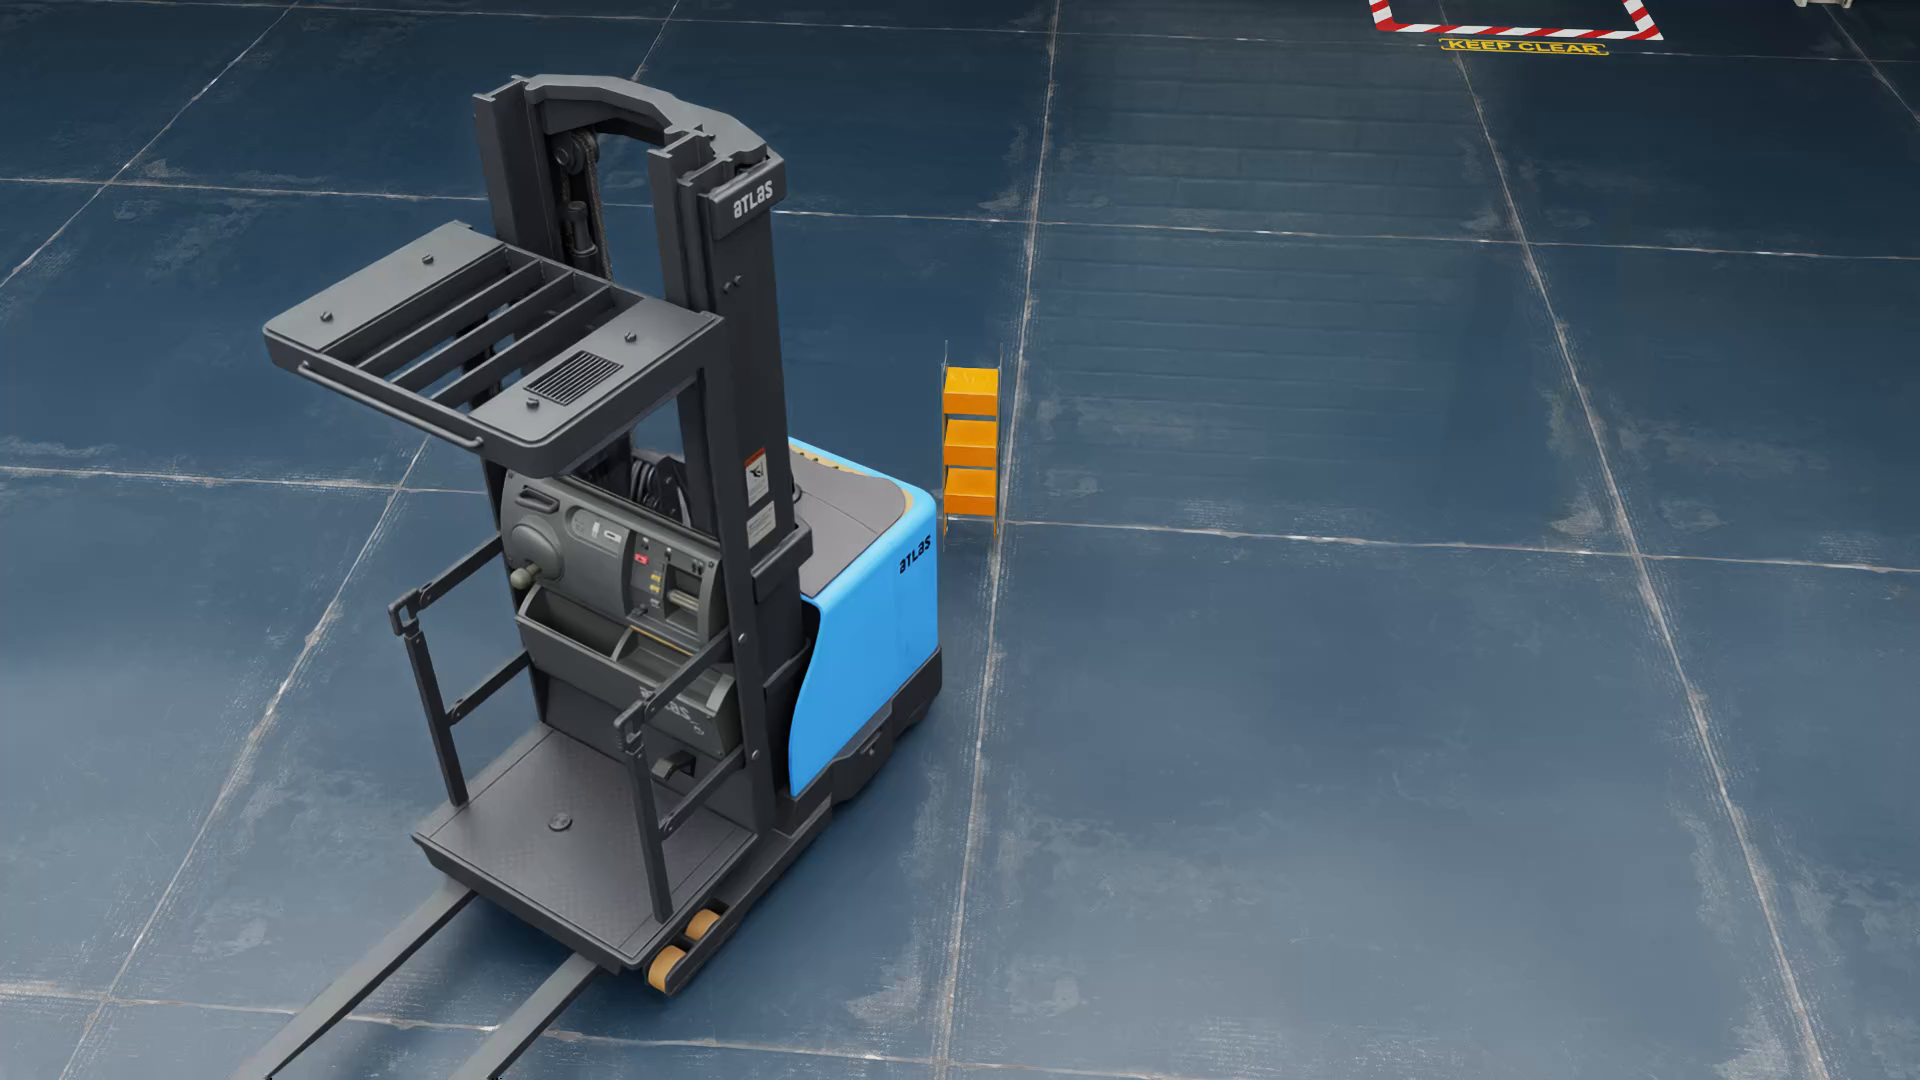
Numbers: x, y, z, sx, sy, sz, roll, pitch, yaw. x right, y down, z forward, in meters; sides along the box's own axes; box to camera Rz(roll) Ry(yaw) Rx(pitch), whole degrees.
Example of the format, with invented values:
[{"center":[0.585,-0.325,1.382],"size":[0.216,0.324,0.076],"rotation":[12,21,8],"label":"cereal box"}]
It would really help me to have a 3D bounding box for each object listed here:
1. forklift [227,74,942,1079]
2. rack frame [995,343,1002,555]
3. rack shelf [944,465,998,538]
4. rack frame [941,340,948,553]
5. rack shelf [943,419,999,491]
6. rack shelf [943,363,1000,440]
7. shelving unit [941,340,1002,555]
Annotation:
[{"center":[-1.295,0.137,5.431],"size":[1.130,2.935,3.031],"rotation":[22,44,25],"label":"forklift"},{"center":[0.175,-0.398,7.577],"size":[0.008,1.050,0.200],"rotation":[3,39,4],"label":"rack frame"},{"center":[0.053,-0.180,7.768],"size":[0.240,0.259,0.215],"rotation":[3,39,4],"label":"rack shelf"},{"center":[-0.068,-0.411,7.594],"size":[0.008,1.050,0.200],"rotation":[3,39,4],"label":"rack frame"},{"center":[0.053,-0.396,7.592],"size":[0.240,0.259,0.215],"rotation":[3,39,4],"label":"rack shelf"},{"center":[0.053,-0.616,7.413],"size":[0.240,0.259,0.215],"rotation":[3,39,4],"label":"rack shelf"},{"center":[0.053,-0.404,7.585],"size":[0.252,1.050,0.215],"rotation":[3,39,4],"label":"shelving unit"}]
